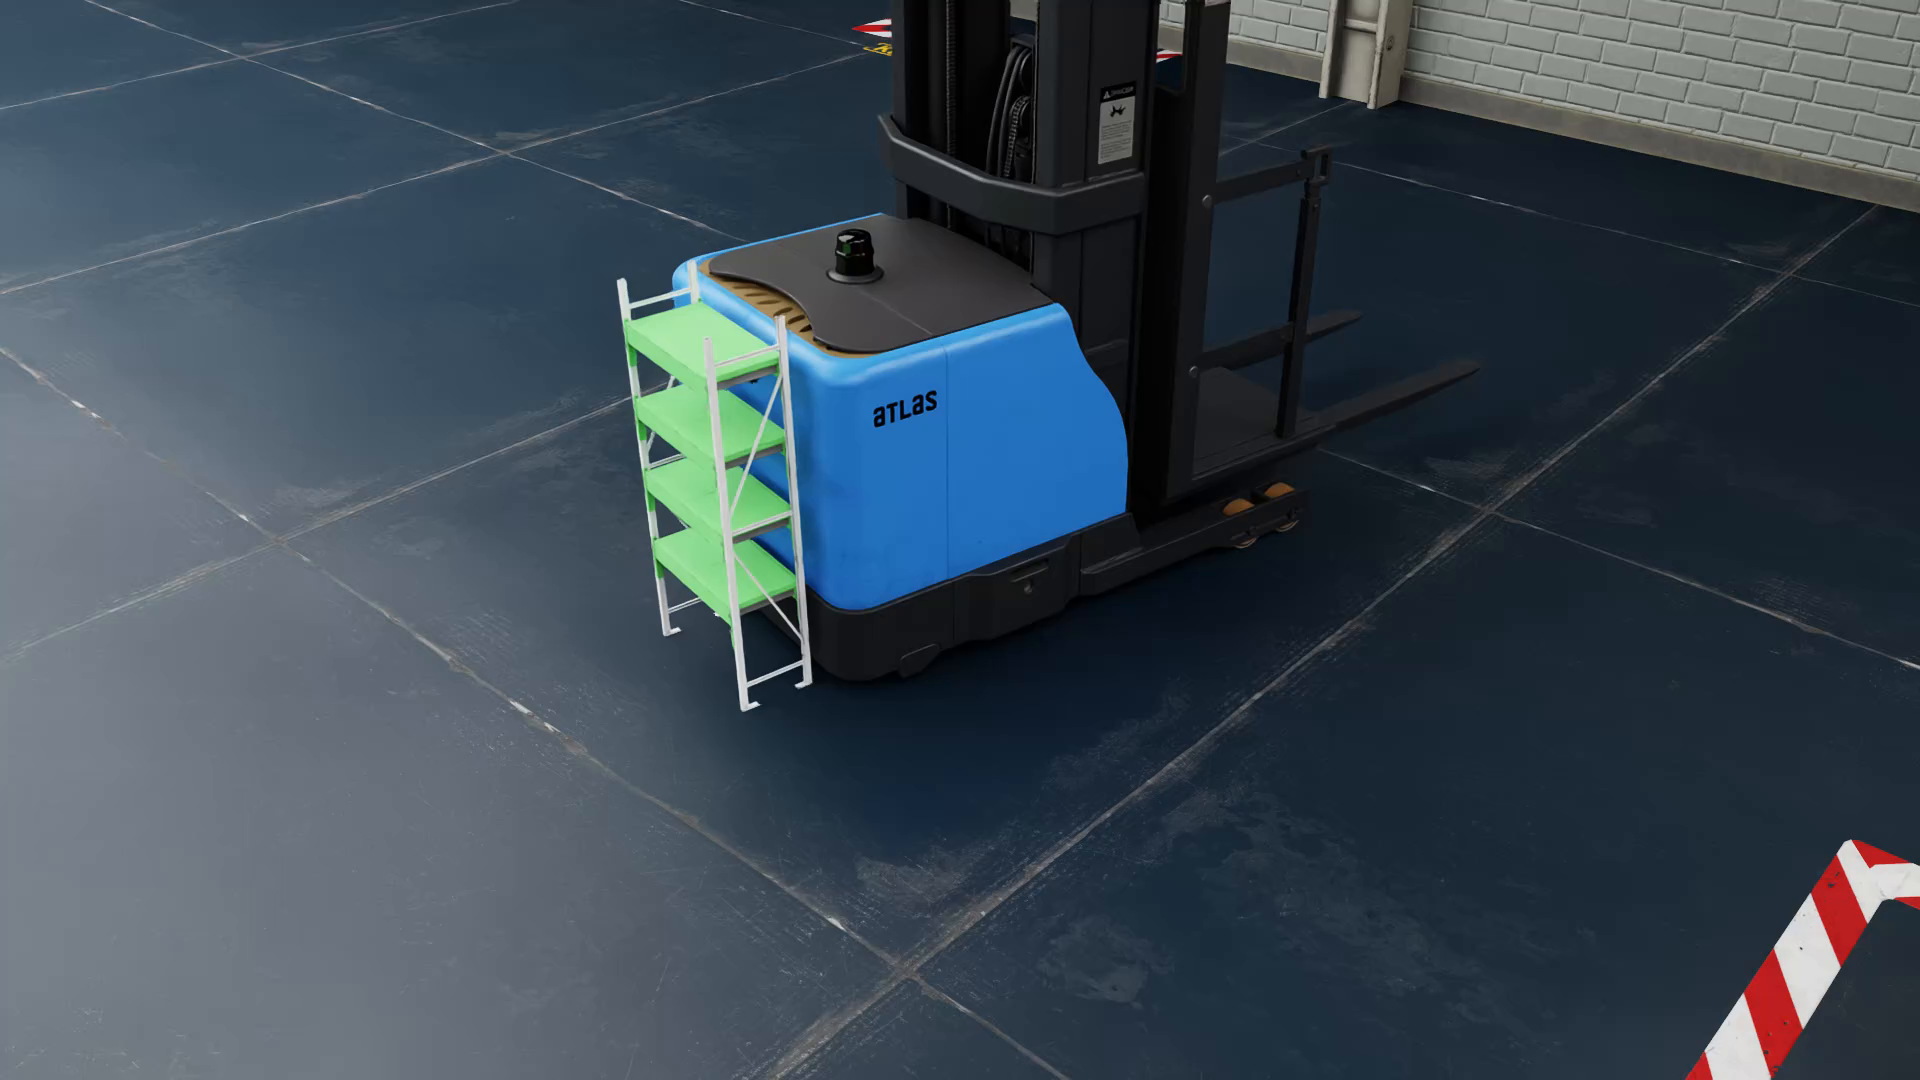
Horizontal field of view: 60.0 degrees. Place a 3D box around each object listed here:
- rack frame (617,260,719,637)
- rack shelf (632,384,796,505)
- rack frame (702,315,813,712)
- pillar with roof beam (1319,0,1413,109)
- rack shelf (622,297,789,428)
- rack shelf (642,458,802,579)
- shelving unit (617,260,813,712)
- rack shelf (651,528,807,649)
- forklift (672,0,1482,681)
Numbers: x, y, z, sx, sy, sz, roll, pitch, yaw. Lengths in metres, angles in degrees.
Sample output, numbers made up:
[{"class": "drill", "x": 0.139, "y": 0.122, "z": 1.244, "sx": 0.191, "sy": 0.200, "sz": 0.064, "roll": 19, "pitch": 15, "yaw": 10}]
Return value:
[{"class": "rack frame", "x": -0.844, "y": -0.247, "z": 4.992, "sx": 0.240, "sy": 1.200, "sz": 0.015, "roll": -22, "pitch": 37, "yaw": -30}, {"class": "rack shelf", "x": -0.702, "y": -0.296, "z": 4.732, "sx": 0.258, "sy": 0.148, "sz": 0.480, "roll": -22, "pitch": 37, "yaw": -30}, {"class": "rack frame", "x": -0.555, "y": -0.044, "z": 4.656, "sx": 0.240, "sy": 1.200, "sz": 0.015, "roll": -22, "pitch": 37, "yaw": -30}, {"class": "pillar with roof beam", "x": -0.416, "y": -4.950, "z": 5.247, "sx": 0.400, "sy": 9.000, "sz": 9.100, "roll": 25, "pitch": 39, "yaw": 35}, {"class": "rack shelf", "x": -0.706, "y": -0.500, "z": 4.606, "sx": 0.258, "sy": 0.148, "sz": 0.480, "roll": -22, "pitch": 37, "yaw": -30}, {"class": "rack shelf", "x": -0.699, "y": -0.091, "z": 4.857, "sx": 0.258, "sy": 0.148, "sz": 0.480, "roll": -22, "pitch": 37, "yaw": -30}, {"class": "shelving unit", "x": -0.700, "y": -0.146, "z": 4.824, "sx": 0.258, "sy": 1.200, "sz": 0.503, "roll": -22, "pitch": 37, "yaw": -30}, {"class": "rack shelf", "x": -0.696, "y": 0.113, "z": 4.983, "sx": 0.258, "sy": 0.148, "sz": 0.480, "roll": -22, "pitch": 37, "yaw": -30}, {"class": "forklift", "x": 0.599, "y": -1.429, "z": 5.281, "sx": 3.031, "sy": 2.935, "sz": 1.130, "roll": -20, "pitch": 36, "yaw": -30}]
